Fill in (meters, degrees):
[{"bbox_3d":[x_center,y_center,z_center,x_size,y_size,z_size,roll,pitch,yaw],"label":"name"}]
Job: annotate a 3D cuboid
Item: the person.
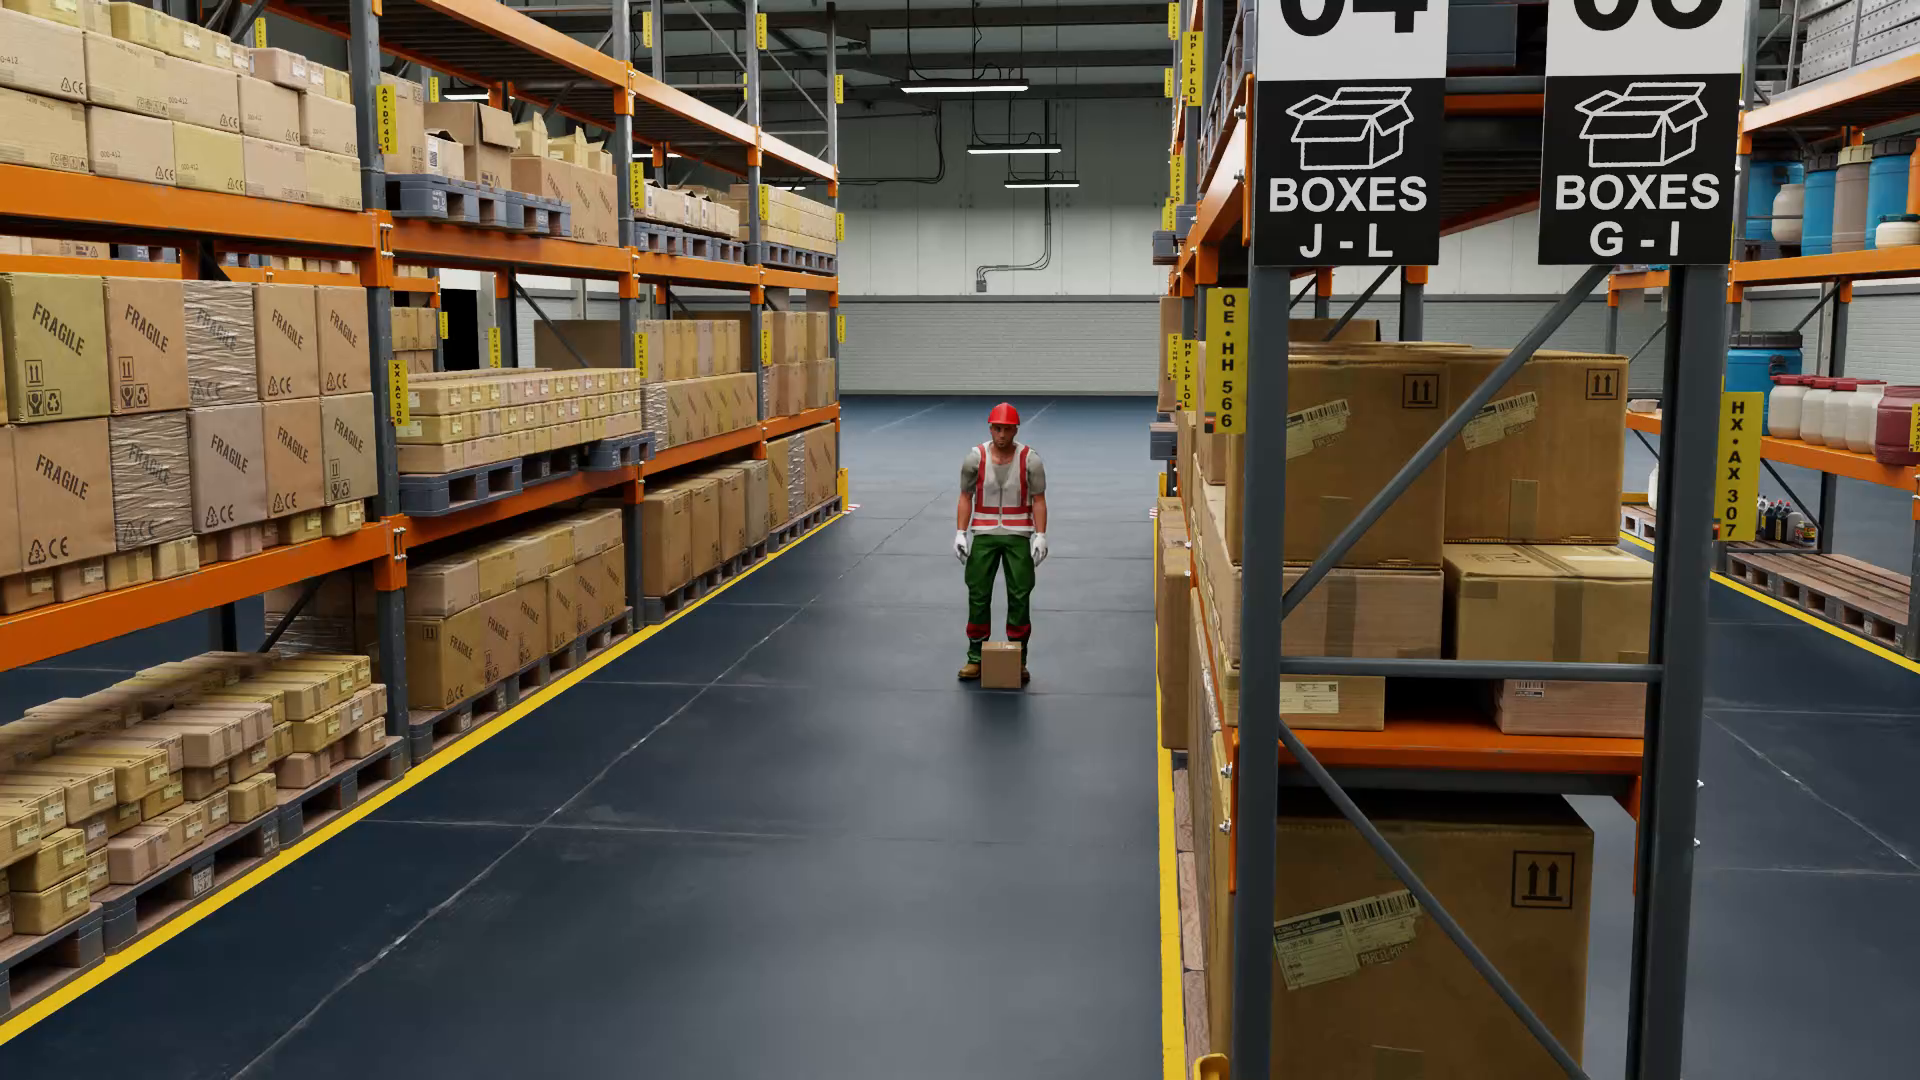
[{"bbox_3d":[0.262,0.005,10.693,0.607,1.778,0.452,1,8,6],"label":"person"}]
